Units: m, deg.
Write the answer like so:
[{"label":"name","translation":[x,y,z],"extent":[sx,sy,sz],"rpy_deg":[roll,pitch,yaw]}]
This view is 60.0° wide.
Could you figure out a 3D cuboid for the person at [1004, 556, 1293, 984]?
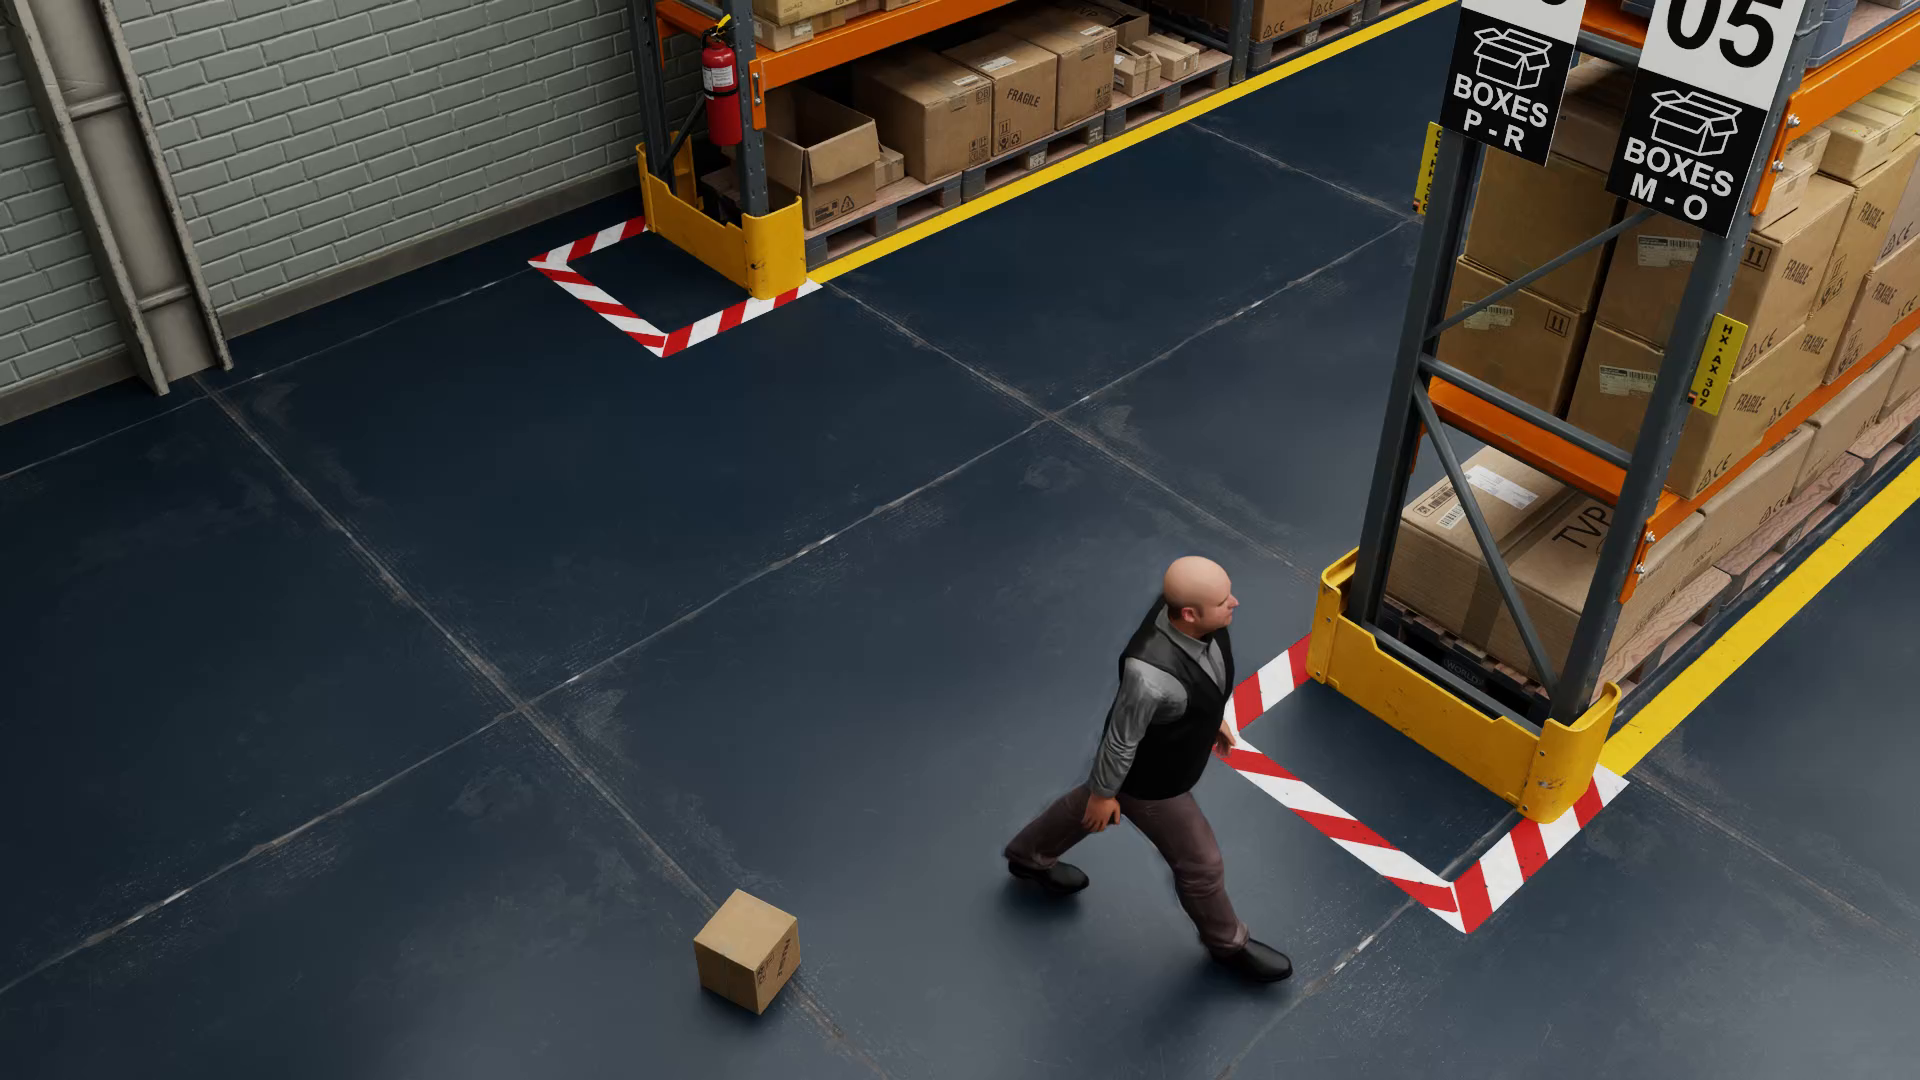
[{"label":"person","translation":[0.658,0.688,5.357],"extent":[1.064,1.667,0.559],"rpy_deg":[12,41,14]}]
